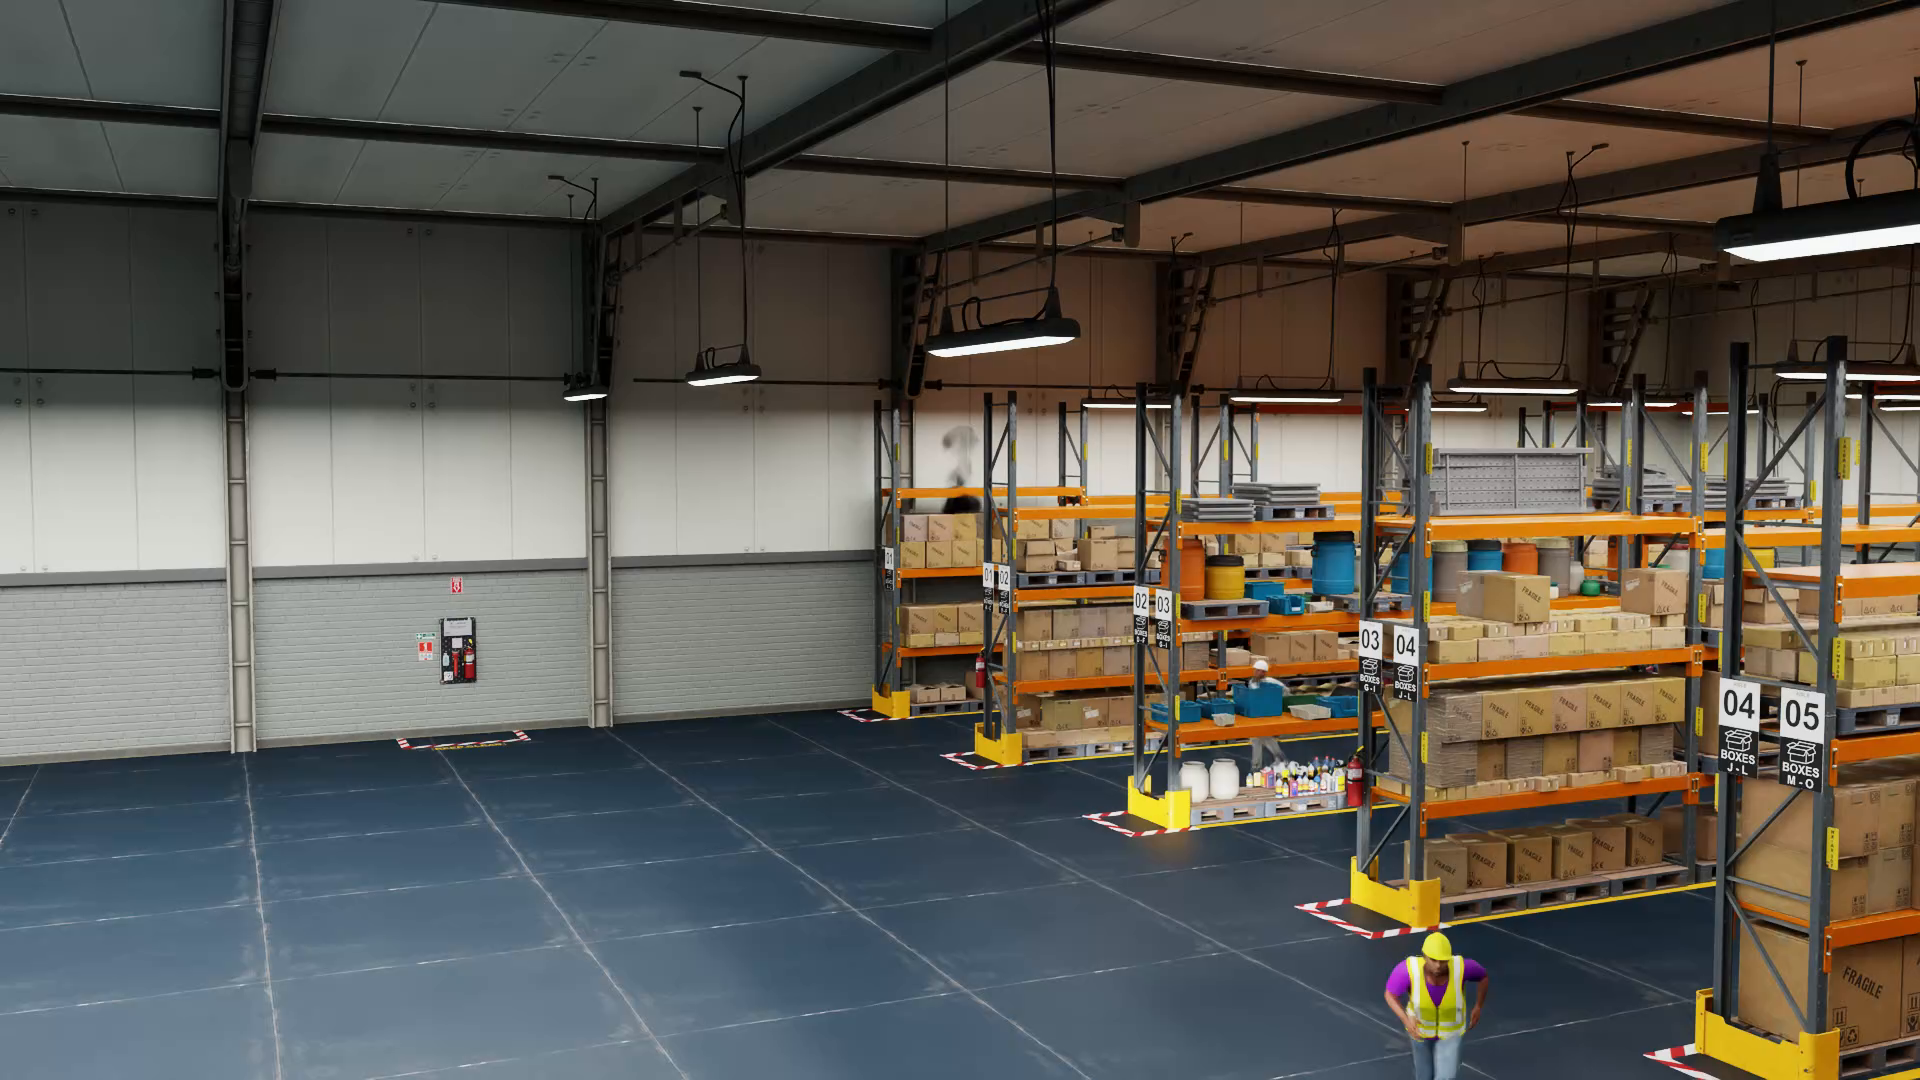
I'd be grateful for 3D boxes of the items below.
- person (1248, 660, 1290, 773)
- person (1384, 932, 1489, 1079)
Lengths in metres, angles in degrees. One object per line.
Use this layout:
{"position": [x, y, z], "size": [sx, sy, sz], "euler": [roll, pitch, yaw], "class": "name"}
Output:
{"position": [4.789, 2.776, 25.992], "size": [0.851, 1.815, 0.678], "euler": [-2, 4, -34], "class": "person"}
{"position": [3.482, 3.630, 12.204], "size": [0.743, 1.714, 1.056], "euler": [1, 3, 10], "class": "person"}
